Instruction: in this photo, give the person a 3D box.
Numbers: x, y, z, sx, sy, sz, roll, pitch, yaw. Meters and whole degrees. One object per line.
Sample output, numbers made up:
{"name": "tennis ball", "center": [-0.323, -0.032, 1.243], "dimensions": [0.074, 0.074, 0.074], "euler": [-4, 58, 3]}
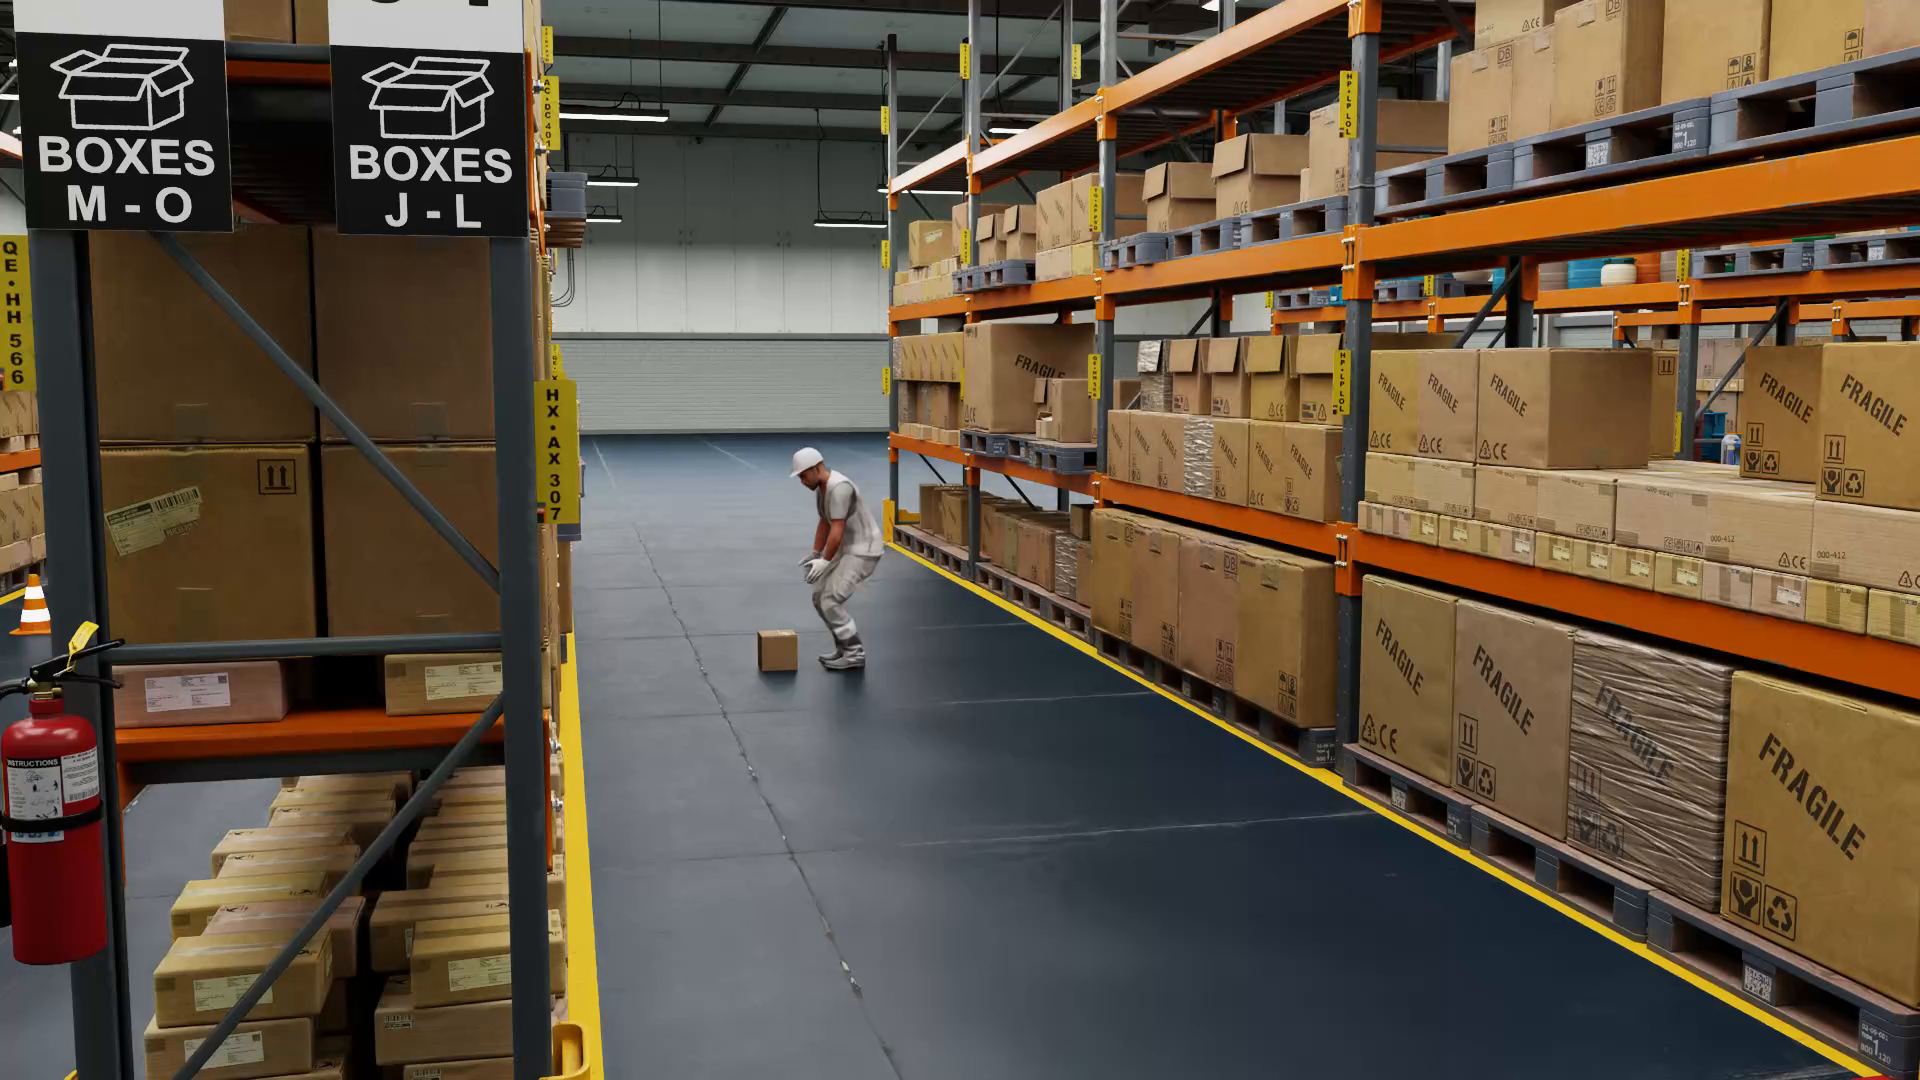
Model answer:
{"name": "person", "center": [-0.868, 0.125, 11.714], "dimensions": [0.669, 1.555, 0.577], "euler": [-1, 6, -13]}
